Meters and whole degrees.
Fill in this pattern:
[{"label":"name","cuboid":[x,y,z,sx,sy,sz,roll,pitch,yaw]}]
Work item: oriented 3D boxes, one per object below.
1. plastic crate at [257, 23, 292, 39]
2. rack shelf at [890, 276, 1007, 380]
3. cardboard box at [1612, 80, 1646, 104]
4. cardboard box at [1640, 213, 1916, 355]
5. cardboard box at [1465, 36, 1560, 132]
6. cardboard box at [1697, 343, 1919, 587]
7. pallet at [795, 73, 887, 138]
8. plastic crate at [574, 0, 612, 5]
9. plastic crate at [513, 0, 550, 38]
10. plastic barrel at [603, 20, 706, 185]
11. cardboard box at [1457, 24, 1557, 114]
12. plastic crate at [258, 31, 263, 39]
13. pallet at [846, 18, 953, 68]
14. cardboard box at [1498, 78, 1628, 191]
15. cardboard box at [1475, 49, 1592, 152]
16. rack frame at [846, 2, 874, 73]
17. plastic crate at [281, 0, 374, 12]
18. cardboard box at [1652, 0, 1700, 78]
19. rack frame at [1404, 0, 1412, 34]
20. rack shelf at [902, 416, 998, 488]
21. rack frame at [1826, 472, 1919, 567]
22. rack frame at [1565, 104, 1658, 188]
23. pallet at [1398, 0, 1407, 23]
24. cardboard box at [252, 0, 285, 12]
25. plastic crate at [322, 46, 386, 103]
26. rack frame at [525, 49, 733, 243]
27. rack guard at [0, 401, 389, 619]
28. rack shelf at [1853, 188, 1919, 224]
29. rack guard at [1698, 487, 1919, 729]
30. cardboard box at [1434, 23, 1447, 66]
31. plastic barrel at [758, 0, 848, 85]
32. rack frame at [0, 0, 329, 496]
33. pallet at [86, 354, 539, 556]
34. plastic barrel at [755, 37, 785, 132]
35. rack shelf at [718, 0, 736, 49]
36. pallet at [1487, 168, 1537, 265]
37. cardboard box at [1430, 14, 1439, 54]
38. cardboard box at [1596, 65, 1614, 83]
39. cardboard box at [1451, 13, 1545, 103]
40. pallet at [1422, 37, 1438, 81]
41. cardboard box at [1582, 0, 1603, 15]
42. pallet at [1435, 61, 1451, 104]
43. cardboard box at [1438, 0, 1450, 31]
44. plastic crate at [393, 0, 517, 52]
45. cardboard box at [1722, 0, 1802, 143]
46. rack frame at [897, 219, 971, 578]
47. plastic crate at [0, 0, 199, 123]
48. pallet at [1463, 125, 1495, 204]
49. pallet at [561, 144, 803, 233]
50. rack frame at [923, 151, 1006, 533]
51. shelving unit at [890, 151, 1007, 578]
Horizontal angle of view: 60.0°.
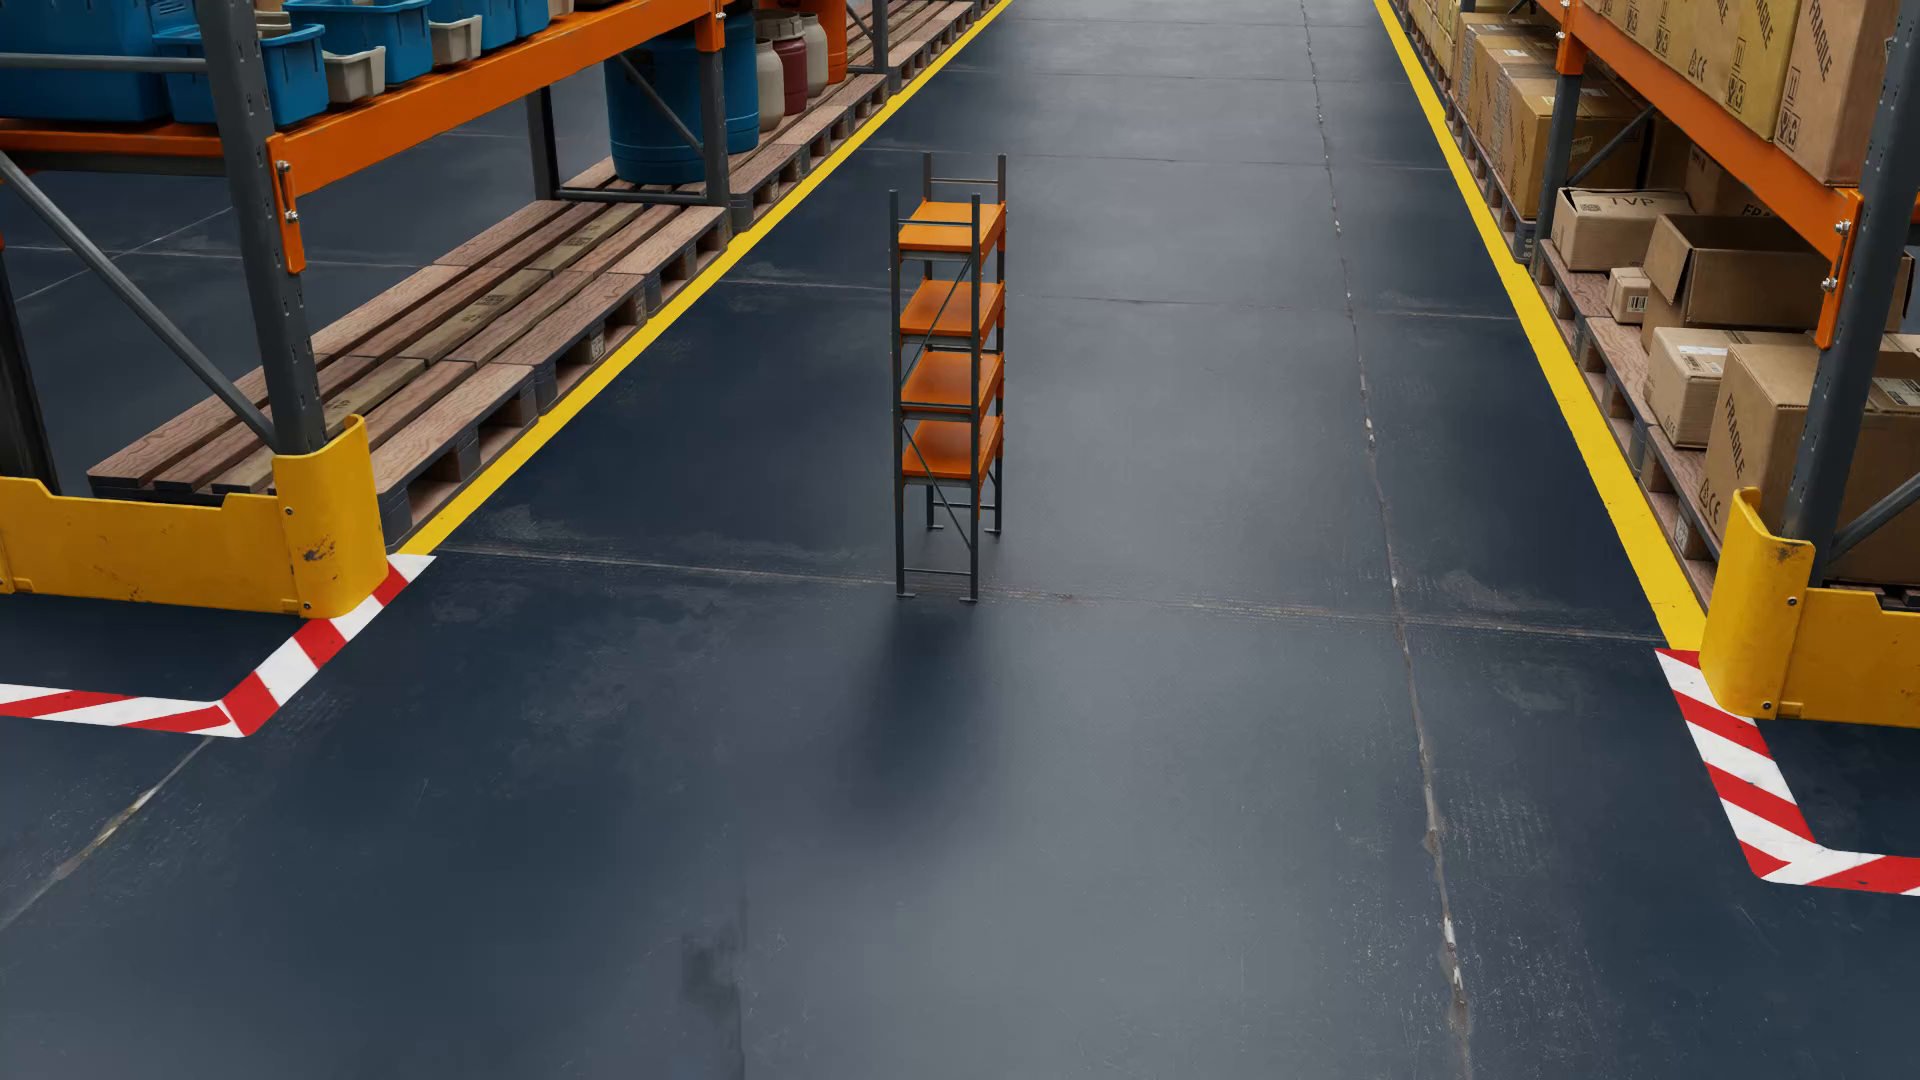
[{"label":"plastic crate","cuboid":[-2.311,-1.632,5.438,0.396,0.136,0.243,4,25,9]},{"label":"rack shelf","cuboid":[-0.027,-0.616,4.781,0.258,0.148,0.480,4,25,9]},{"label":"cardboard box","cuboid":[3.608,-2.055,8.531,0.500,0.500,0.500,4,25,9]},{"label":"cardboard box","cuboid":[2.911,-0.861,5.977,0.797,0.503,0.637,4,25,9]},{"label":"cardboard box","cuboid":[3.829,-3.251,11.026,1.136,0.551,3.017,3,25,7]},{"label":"cardboard box","cuboid":[2.405,-0.217,4.605,0.500,0.500,0.500,4,25,9]},{"label":"pallet","cuboid":[-1.108,-3.000,11.411,1.003,0.211,1.213,4,25,9]},{"label":"plastic crate","cuboid":[-1.592,-2.339,6.962,0.437,0.125,0.590,4,25,9]},{"label":"plastic crate","cuboid":[-1.698,-1.958,6.022,0.416,0.233,0.300,4,25,9]},{"label":"plastic barrel","cuboid":[-1.568,-2.389,8.796,0.600,0.901,0.708,4,25,9]},{"label":"cardboard box","cuboid":[3.430,-2.928,10.398,0.500,0.500,0.500,3,25,7]},{"label":"plastic crate","cuboid":[-2.373,-1.511,5.181,0.396,0.136,0.243,4,25,9]},{"label":"pallet","cuboid":[-0.653,-4.163,13.895,1.003,0.211,1.213,4,25,9]},{"label":"cardboard box","cuboid":[3.099,-2.078,8.581,0.500,0.500,0.500,4,25,9]},{"label":"cardboard box","cuboid":[3.263,-2.500,9.483,0.500,0.500,0.500,3,25,7]},{"label":"rack frame","cuboid":[-1.023,-4.596,11.531,0.949,2.616,0.053,4,25,9]},{"label":"plastic crate","cuboid":[-2.260,-1.875,5.958,0.298,0.136,0.250,4,25,9]},{"label":"cardboard box","cuboid":[2.614,-1.793,5.425,0.500,0.500,0.500,4,25,8]},{"label":"rack frame","cuboid":[4.520,-5.924,14.368,1.000,3.000,0.127,4,25,9]},{"label":"rack shelf","cuboid":[-0.027,-0.269,4.944,0.221,0.050,0.457,4,25,9]},{"label":"rack frame","cuboid":[2.562,-0.905,3.645,0.949,2.616,0.053,4,25,9]},{"label":"rack frame","cuboid":[3.216,-2.578,7.220,0.949,2.616,0.053,4,25,9]},{"label":"pallet","cuboid":[4.691,-4.991,15.664,1.003,0.211,1.213,4,25,9]},{"label":"cardboard box","cuboid":[-5.817,-4.288,13.302,0.700,0.500,0.500,3,25,6]},{"label":"plastic crate","cuboid":[-1.828,-1.367,4.872,0.250,0.136,0.298,4,25,9]},{"label":"rack frame","cuboid":[-1.674,-2.923,7.957,1.000,3.000,0.127,4,25,9]},{"label":"rack guard","cuboid":[-2.318,-0.107,4.889,1.175,0.500,0.348,4,25,9]},{"label":"rack shelf","cuboid":[2.886,-1.537,5.529,0.919,0.052,3.809,4,25,9]},{"label":"rack guard","cuboid":[2.571,0.195,4.244,1.175,0.500,0.348,4,25,9]},{"label":"cardboard box","cuboid":[3.792,-3.649,12.255,0.500,0.250,0.500,4,25,8]},{"label":"plastic barrel","cuboid":[-1.083,-3.598,11.462,0.600,0.830,0.708,4,25,9]},{"label":"rack frame","cuboid":[-2.327,-1.250,4.382,1.000,3.000,0.127,4,25,9]},{"label":"pallet","cuboid":[-2.154,-0.329,5.705,1.003,0.211,1.213,4,25,9]},{"label":"plastic barrel","cuboid":[-1.272,-2.739,10.003,0.421,0.512,0.421,0,25,0]},{"label":"rack shelf","cuboid":[-1.347,-3.434,9.896,1.077,0.370,4.000,4,25,9]},{"label":"pallet","cuboid":[3.308,-1.658,8.544,1.003,0.211,1.213,4,25,9]},{"label":"cardboard box","cuboid":[3.877,-3.859,12.704,0.500,0.250,0.500,5,25,10]},{"label":"cardboard box","cuboid":[3.697,-2.263,8.976,0.500,0.500,0.500,4,25,9]},{"label":"cardboard box","cuboid":[3.510,-3.148,10.866,0.500,0.500,0.500,5,26,11]},{"label":"pallet","cuboid":[4.241,-3.839,13.202,1.003,0.211,1.213,4,25,9]},{"label":"cardboard box","cuboid":[2.860,-2.429,6.784,0.500,0.500,0.500,5,25,10]},{"label":"pallet","cuboid":[1.155,-3.956,10.150,6.198,3.011,5.144,4,25,9]},{"label":"cardboard box","cuboid":[3.787,-3.904,12.139,0.500,0.311,0.500,4,25,8]},{"label":"plastic crate","cuboid":[-1.747,-1.833,5.754,0.416,0.233,0.300,4,25,9]},{"label":"cardboard box","cuboid":[2.445,-1.374,4.529,0.500,0.500,0.500,4,25,9]},{"label":"rack frame","cuboid":[-0.068,-0.372,4.630,0.228,1.046,0.006,4,25,9]},{"label":"plastic crate","cuboid":[-2.457,-1.446,4.689,0.616,0.435,0.499,4,25,9]},{"label":"pallet","cuboid":[3.505,-2.170,9.637,1.003,0.211,1.213,4,25,9]},{"label":"pallet","cuboid":[-1.506,-1.980,9.231,1.003,0.211,1.213,4,25,9]},{"label":"rack frame","cuboid":[0.013,-0.576,5.066,0.240,1.200,0.015,4,25,9]},{"label":"shelving unit","cuboid":[-0.027,-0.475,4.850,0.258,1.200,0.499,4,25,9]}]
